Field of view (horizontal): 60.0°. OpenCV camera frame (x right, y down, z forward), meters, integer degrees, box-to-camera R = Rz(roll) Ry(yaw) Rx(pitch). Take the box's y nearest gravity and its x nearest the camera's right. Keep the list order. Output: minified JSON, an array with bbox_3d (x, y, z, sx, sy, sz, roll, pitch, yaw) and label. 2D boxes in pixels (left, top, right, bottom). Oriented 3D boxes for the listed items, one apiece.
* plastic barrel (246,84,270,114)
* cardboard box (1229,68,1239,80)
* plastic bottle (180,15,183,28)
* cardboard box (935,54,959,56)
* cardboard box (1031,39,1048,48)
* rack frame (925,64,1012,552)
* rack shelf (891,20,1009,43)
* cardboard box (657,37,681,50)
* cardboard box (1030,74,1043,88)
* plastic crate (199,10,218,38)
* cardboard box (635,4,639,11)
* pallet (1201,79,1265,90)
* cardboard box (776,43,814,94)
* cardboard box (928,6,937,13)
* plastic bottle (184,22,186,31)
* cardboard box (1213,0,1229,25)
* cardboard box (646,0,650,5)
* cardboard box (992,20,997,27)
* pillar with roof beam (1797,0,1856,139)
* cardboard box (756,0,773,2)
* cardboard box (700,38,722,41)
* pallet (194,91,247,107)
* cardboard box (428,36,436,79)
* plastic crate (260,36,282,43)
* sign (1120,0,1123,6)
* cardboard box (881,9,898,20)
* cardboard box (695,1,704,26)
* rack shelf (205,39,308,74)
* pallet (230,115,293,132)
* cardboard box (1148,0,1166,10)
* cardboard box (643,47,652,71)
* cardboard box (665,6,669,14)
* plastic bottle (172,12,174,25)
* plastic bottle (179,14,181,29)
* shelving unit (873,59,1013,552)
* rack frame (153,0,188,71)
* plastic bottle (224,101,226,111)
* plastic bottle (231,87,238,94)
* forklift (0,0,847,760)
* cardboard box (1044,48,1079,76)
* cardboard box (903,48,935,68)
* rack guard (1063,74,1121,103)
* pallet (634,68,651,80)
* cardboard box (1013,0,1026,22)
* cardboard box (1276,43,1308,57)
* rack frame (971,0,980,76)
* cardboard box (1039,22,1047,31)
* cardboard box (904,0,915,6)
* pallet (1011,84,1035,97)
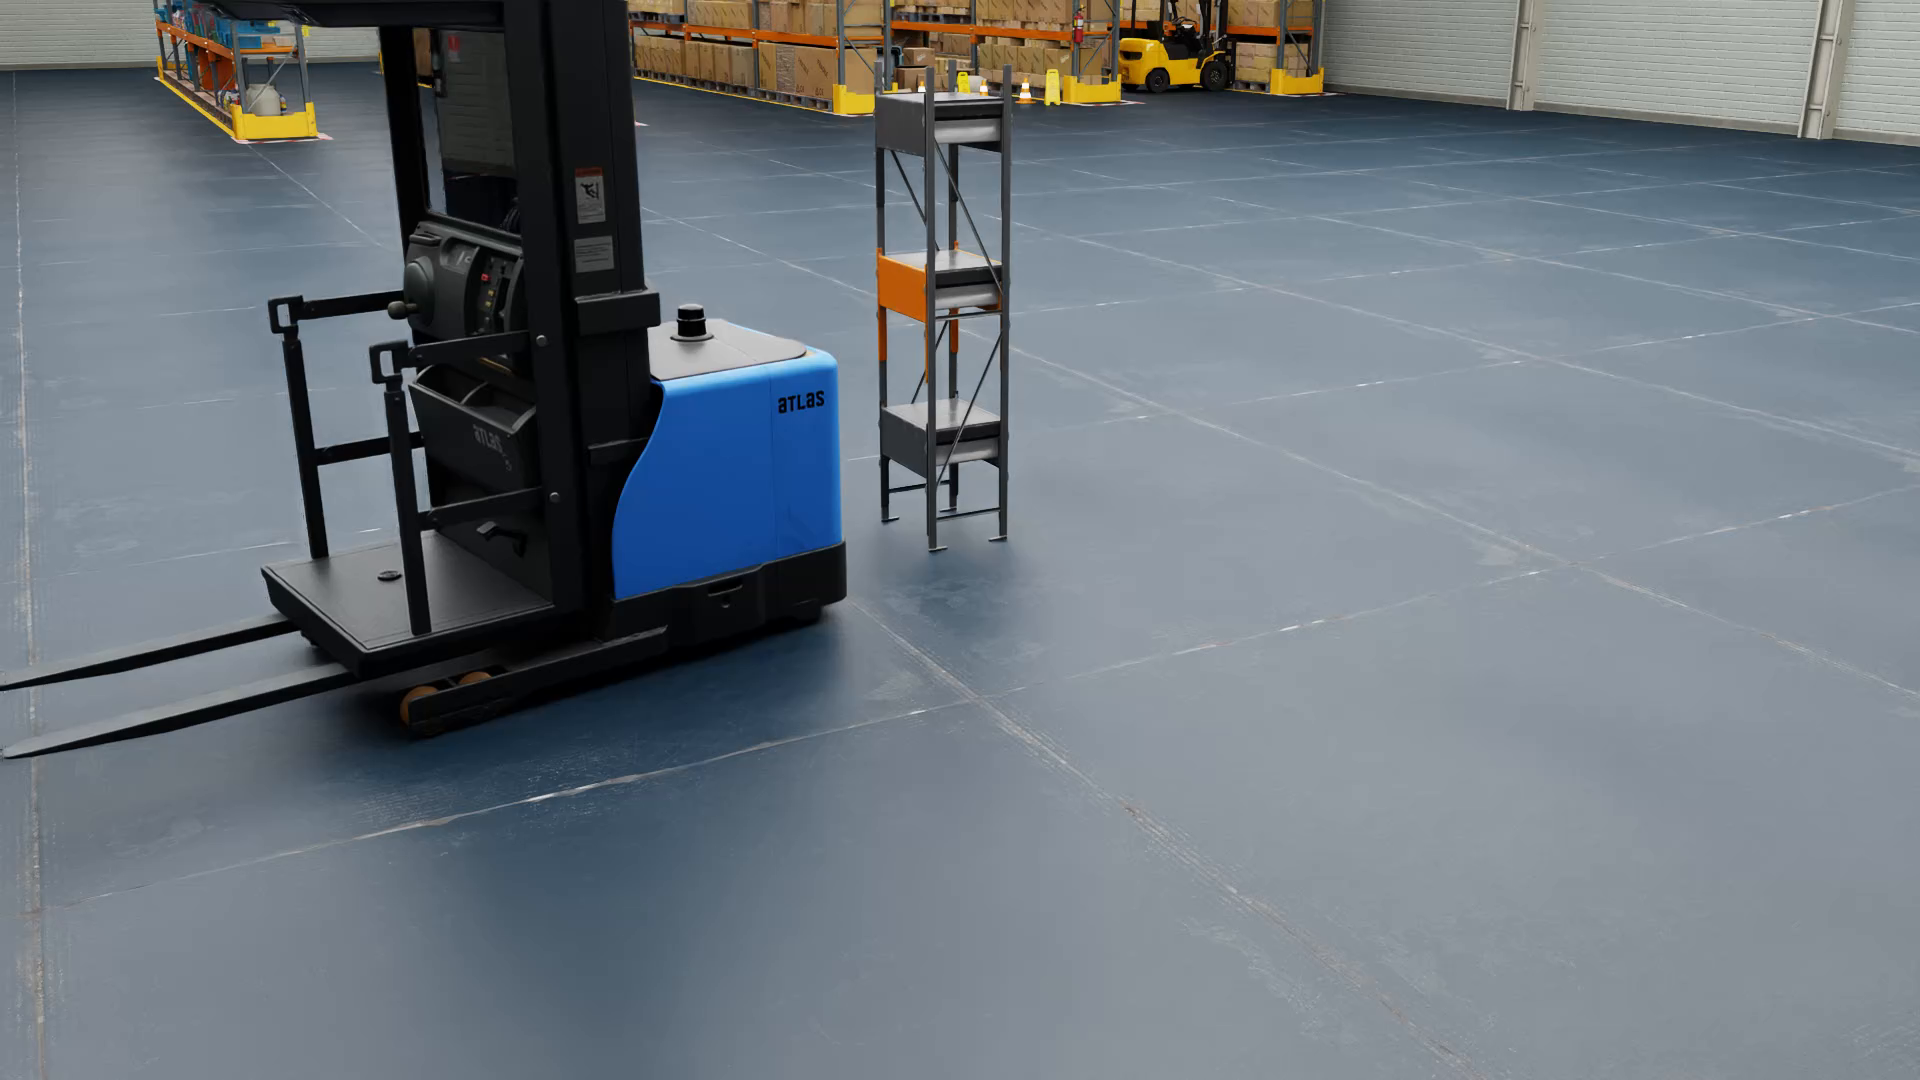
[{"bbox_3d":[-11.096,-6.972,26.409,0.421,0.512,0.421,0,19,0],"label":"plastic barrel"},{"bbox_3d":[6.010,-9.975,35.511,0.500,0.250,0.500,-10,21,-26],"label":"cardboard box"},{"bbox_3d":[-15.387,-10.248,32.911,0.061,0.283,0.133,-10,21,-27],"label":"plastic bottle"},{"bbox_3d":[-0.579,-10.809,37.744,0.950,0.372,0.625,-10,22,-28],"label":"cardboard box"},{"bbox_3d":[1.643,-9.848,33.000,0.380,0.149,0.250,-10,21,-26],"label":"cardboard box"},{"bbox_3d":[0.037,-0.970,7.224,0.400,2.100,0.015,-10,21,-27],"label":"rack frame"},{"bbox_3d":[-0.247,-11.313,36.922,1.077,0.370,4.000,-10,21,-27],"label":"rack shelf"},{"bbox_3d":[-6.537,-11.250,37.676,0.500,0.250,0.500,-9,21,-25],"label":"cardboard box"},{"bbox_3d":[1.743,-9.170,33.179,0.500,0.250,0.500,-10,21,-26],"label":"cardboard box"},{"bbox_3d":[-12.877,-8.899,28.724,0.402,0.464,0.583,-10,21,-27],"label":"plastic crate"},{"bbox_3d":[-7.252,-12.252,38.281,0.380,0.149,0.250,-10,21,-26],"label":"cardboard box"},{"bbox_3d":[5.994,-9.946,36.130,1.003,0.211,1.213,-10,21,-27],"label":"pallet"},{"bbox_3d":[-2.937,-9.028,31.810,0.875,0.875,0.875,-10,21,-26],"label":"cardboard box"},{"bbox_3d":[-0.481,-11.714,36.721,0.380,0.149,0.250,-9,21,-25],"label":"cardboard box"},{"bbox_3d":[-14.993,-9.984,32.270,0.097,0.201,0.097,0,19,0],"label":"plastic bottle"},{"bbox_3d":[5.774,-11.289,35.595,0.500,0.500,0.500,-10,21,-26],"label":"cardboard box"},{"bbox_3d":[-6.877,-12.167,37.579,0.380,0.149,0.250,-10,22,-28],"label":"cardboard box"},{"bbox_3d":[0.889,-10.684,34.381,0.380,0.149,0.250,-10,21,-27],"label":"cardboard box"},{"bbox_3d":[9.341,-9.765,22.134,9.100,9.000,0.400,-10,21,-27],"label":"pillar with roof beam"},{"bbox_3d":[-3.460,-10.754,32.312,0.875,0.550,0.550,-10,21,-27],"label":"cardboard box"},{"bbox_3d":[-5.619,-11.039,37.061,0.500,0.250,0.500,-11,22,-29],"label":"cardboard box"},{"bbox_3d":[-13.943,-8.379,31.589,1.003,0.211,1.213,-10,21,-27],"label":"pallet"},{"bbox_3d":[-10.644,-10.345,35.626,1.225,0.875,0.875,-10,21,-26],"label":"cardboard box"},{"bbox_3d":[-11.383,-8.225,27.275,0.530,0.136,0.437,-10,21,-27],"label":"plastic crate"},{"bbox_3d":[3.080,-10.424,31.915,0.100,0.325,0.005,-10,21,-27],"label":"sign"},{"bbox_3d":[-1.665,-12.262,38.797,0.500,0.250,0.500,-11,22,-29],"label":"cardboard box"},{"bbox_3d":[-5.285,-11.163,35.229,0.500,0.500,0.500,-10,22,-27],"label":"cardboard box"},{"bbox_3d":[-11.428,-7.863,26.922,1.077,0.370,4.000,-10,21,-27],"label":"rack shelf"},{"bbox_3d":[-10.936,-6.559,26.316,1.003,0.211,1.213,-10,21,-27],"label":"pallet"},{"bbox_3d":[4.611,-12.116,37.608,0.500,0.250,0.500,-10,22,-28],"label":"cardboard box"},{"bbox_3d":[-7.034,-11.192,38.656,0.500,0.500,0.500,-9,21,-24],"label":"cardboard box"},{"bbox_3d":[-6.260,-11.653,36.546,0.380,0.149,0.250,-10,21,-27],"label":"cardboard box"},{"bbox_3d":[-16.314,-10.809,34.536,0.061,0.283,0.133,-10,21,-27],"label":"plastic bottle"},{"bbox_3d":[-15.538,-10.340,33.176,0.061,0.283,0.133,-10,21,-27],"label":"plastic bottle"},{"bbox_3d":[-0.079,-1.040,7.427,0.431,2.100,0.503,-10,21,-27],"label":"shelving unit"},{"bbox_3d":[-18.076,-12.222,38.452,1.000,3.000,0.127,-10,21,-27],"label":"rack frame"},{"bbox_3d":[-12.156,-7.227,27.593,0.097,0.201,0.097,0,19,0],"label":"plastic bottle"},{"bbox_3d":[-12.232,-7.459,28.036,0.144,0.351,0.185,-10,21,-27],"label":"plastic bottle"},{"bbox_3d":[-1.924,-0.910,5.774,3.031,2.935,1.130,-15,24,-37],"label":"forklift"},{"bbox_3d":[1.993,-9.374,32.620,0.500,0.500,0.500,-10,21,-26],"label":"cardboard box"},{"bbox_3d":[-0.849,-9.971,34.601,0.500,0.500,0.500,-10,21,-27],"label":"cardboard box"},{"bbox_3d":[2.566,-8.771,32.284,1.175,0.500,0.348,-10,21,-27],"label":"rack guard"},{"bbox_3d":[-7.033,-11.039,39.298,1.003,0.211,1.213,-10,21,-27],"label":"pallet"},{"bbox_3d":[1.410,-10.669,33.342,0.500,0.500,0.500,-10,21,-26],"label":"cardboard box"},{"bbox_3d":[6.907,-10.240,34.746,0.500,0.250,0.500,-10,22,-27],"label":"cardboard box"},{"bbox_3d":[0.703,-11.079,35.141,1.000,3.000,0.127,-10,21,-27],"label":"rack frame"},{"bbox_3d":[1.767,-10.088,32.653,0.380,0.149,0.250,-10,21,-26],"label":"cardboard box"},{"bbox_3d":[-0.933,-12.300,37.426,0.500,0.500,0.500,-9,21,-24],"label":"cardboard box"},{"bbox_3d":[1.636,-9.223,34.036,1.003,0.211,1.213,-10,21,-27],"label":"pallet"}]
